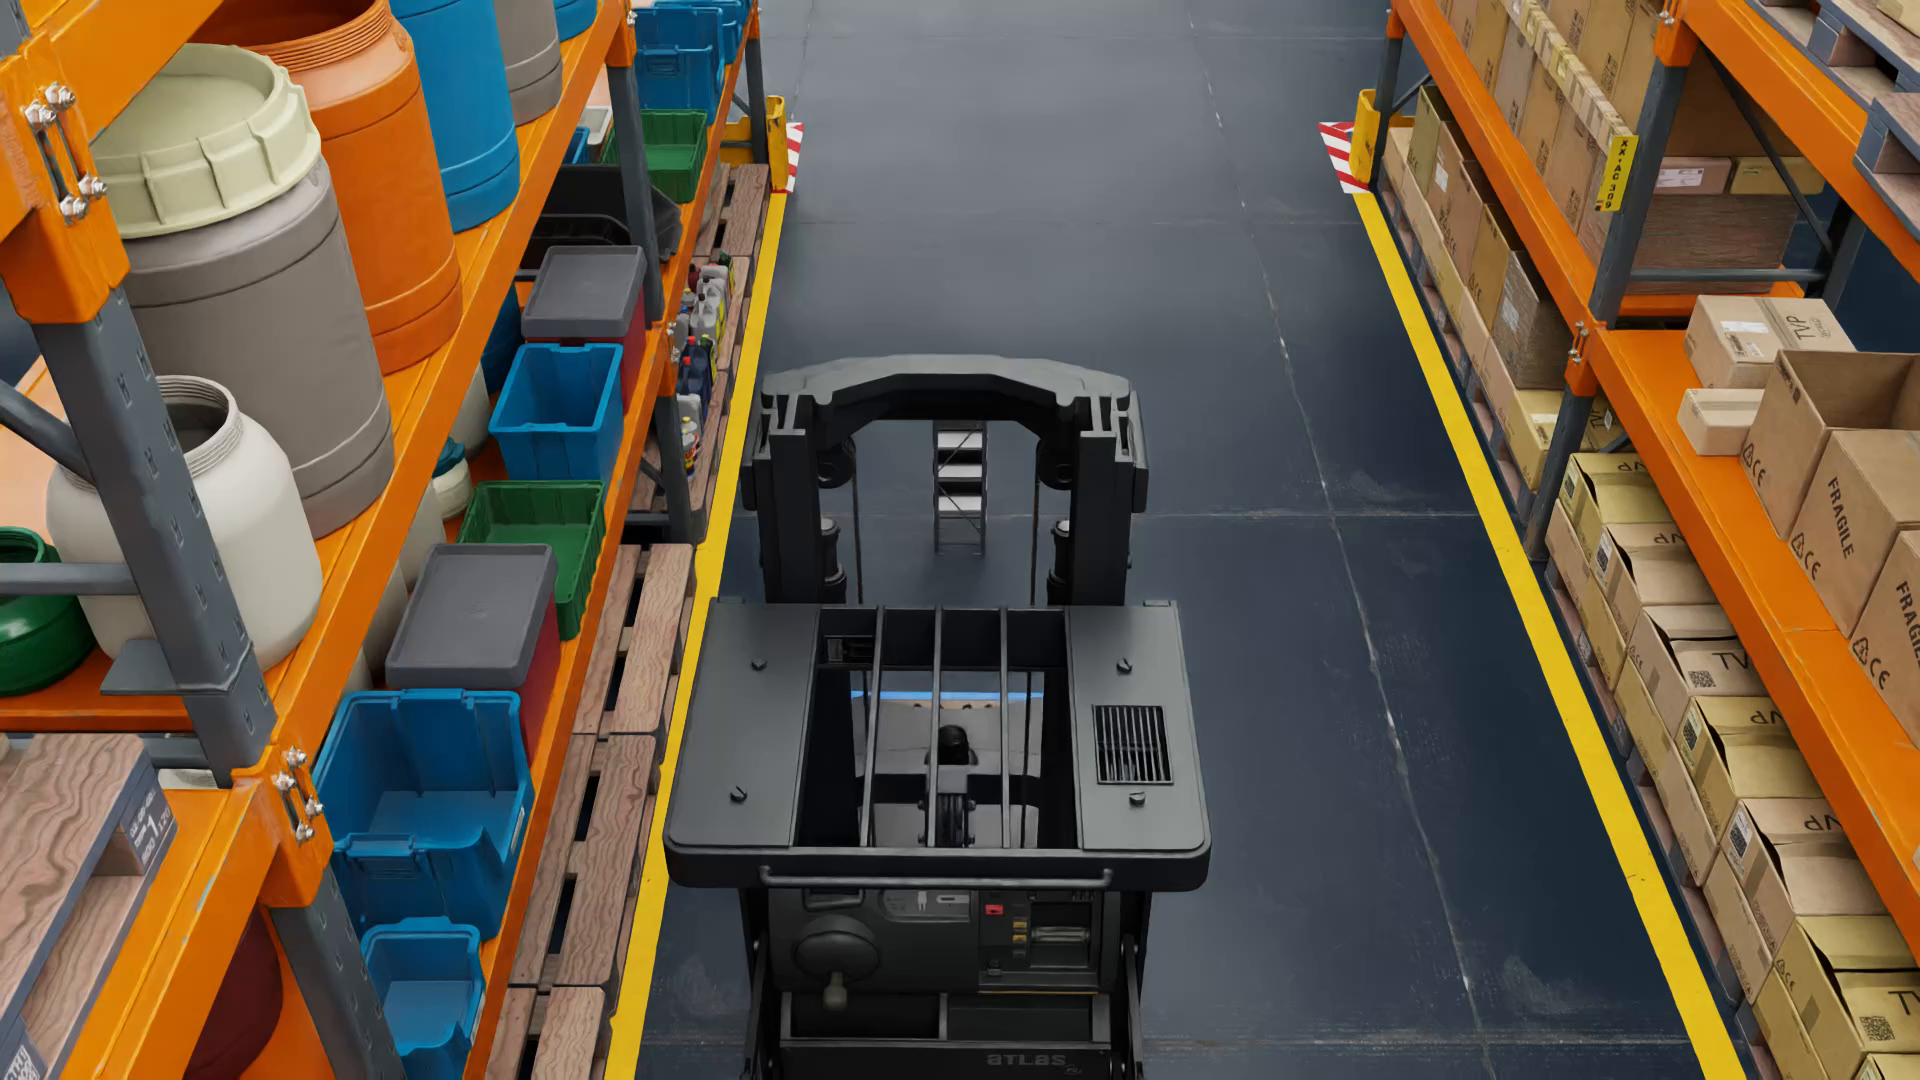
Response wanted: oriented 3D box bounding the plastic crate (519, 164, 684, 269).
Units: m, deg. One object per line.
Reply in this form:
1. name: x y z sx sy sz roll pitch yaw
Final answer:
1. plastic crate: -1.636 -1.406 7.401 0.767 0.338 0.504 0 39 0

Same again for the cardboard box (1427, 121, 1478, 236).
1. cardboard box: 2.980 -2.028 9.391 0.500 0.500 0.500 0 39 0

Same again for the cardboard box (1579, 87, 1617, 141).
1. cardboard box: 2.975 -1.884 7.349 0.380 0.149 0.250 -1 39 -1

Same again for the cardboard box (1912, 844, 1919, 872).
1. cardboard box: 2.918 0.933 4.633 0.380 0.149 0.250 0 39 0

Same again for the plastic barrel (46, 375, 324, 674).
1. plastic barrel: -1.452 -0.010 3.121 0.421 0.512 0.421 0 39 0

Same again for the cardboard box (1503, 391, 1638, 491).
1. cardboard box: 2.972 -0.484 8.064 0.500 0.250 0.500 0 39 0

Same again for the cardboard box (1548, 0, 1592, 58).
1. cardboard box: 3.182 -2.556 7.669 0.700 0.500 0.500 0 39 0

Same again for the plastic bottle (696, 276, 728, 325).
1. plastic bottle: -1.354 -1.320 9.070 0.152 0.276 0.135 -1 39 -1

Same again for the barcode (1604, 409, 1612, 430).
1. barcode: 2.775 -0.515 7.119 0.001 0.075 0.075 0 39 0

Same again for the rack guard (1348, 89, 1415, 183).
1. rack guard: 3.186 -2.645 10.896 1.175 0.500 0.348 0 39 0

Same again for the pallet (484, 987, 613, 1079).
1. pallet: -1.720 2.003 5.328 1.003 0.211 1.213 0 39 0

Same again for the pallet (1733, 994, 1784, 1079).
1. pallet: 3.234 1.971 5.367 1.003 0.211 1.213 0 39 0

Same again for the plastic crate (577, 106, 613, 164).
1. plastic crate: -2.018 -2.015 8.322 0.530 0.136 0.437 0 39 0

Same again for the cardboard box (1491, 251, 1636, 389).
1. cardboard box: 2.983 -1.090 8.220 0.500 0.500 0.500 0 39 0

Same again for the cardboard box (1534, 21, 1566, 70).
1. cardboard box: 2.976 -2.360 7.943 0.380 0.149 0.250 1 39 1

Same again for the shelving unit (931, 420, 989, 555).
1. shelving unit: 0.000 -0.346 7.708 0.258 0.900 0.210 0 39 0

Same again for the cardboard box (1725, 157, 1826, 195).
1. cardboard box: 3.384 -1.564 6.950 0.380 0.149 0.250 0 39 0

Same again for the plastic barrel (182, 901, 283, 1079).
1. plastic barrel: -2.061 1.056 4.171 0.600 0.536 0.708 0 39 0

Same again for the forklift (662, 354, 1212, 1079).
1. forklift: -0.041 1.126 4.246 1.130 2.935 3.031 0 39 1

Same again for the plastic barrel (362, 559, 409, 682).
1. plastic barrel: -1.979 0.172 5.273 0.433 0.535 0.433 0 39 0

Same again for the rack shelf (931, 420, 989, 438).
1. rack shelf: 0.000 -0.531 7.560 0.258 0.077 0.200 0 39 0

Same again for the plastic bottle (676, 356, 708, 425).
1. plastic bottle: -1.348 -0.746 8.294 0.144 0.351 0.185 1 39 1

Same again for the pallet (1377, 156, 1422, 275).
1. pallet: 3.229 -2.039 10.371 1.003 0.211 1.213 0 39 0

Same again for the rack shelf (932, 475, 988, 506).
1. rack shelf: 0.000 -0.250 7.785 0.258 0.077 0.200 0 39 0

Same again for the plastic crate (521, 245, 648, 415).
1. plastic crate: -1.456 -0.825 6.575 0.402 0.464 0.583 0 39 0

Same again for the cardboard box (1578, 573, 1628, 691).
1. cardboard box: 2.943 0.377 6.989 0.500 0.250 0.500 1 39 1

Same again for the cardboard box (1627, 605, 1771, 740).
1. cardboard box: 2.939 0.482 6.410 0.500 0.311 0.500 -1 39 -2

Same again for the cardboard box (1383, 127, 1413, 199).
1. cardboard box: 2.964 -2.361 10.405 0.500 0.250 0.500 0 39 0

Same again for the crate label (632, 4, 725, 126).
1. crate label: -1.495 -2.467 8.647 0.502 0.435 0.616 0 39 0

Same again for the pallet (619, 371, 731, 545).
1. pallet: -1.722 -0.434 8.369 1.003 0.211 1.213 0 39 0

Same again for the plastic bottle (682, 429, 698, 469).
1. plastic bottle: -1.325 -0.445 8.038 0.097 0.201 0.097 0 39 0

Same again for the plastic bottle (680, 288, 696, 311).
1. plastic bottle: -1.478 -1.279 9.079 0.097 0.201 0.097 0 39 0

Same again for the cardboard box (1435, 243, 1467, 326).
1. cardboard box: 2.964 -1.423 9.235 0.500 0.250 0.500 0 39 0

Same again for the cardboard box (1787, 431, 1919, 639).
1. cardboard box: 3.177 -0.020 5.542 0.500 0.500 0.500 0 39 0

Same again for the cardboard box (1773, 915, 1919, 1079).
1. cardboard box: 2.941 1.436 5.220 0.500 0.311 0.500 -1 39 -1

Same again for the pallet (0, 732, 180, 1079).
1. pallet: -1.855 0.780 2.375 1.003 0.211 1.213 0 39 0

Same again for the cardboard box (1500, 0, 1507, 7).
1. cardboard box: 2.975 -2.846 8.550 0.380 0.149 0.250 -1 39 -1

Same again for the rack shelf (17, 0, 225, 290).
1. rack shelf: -1.760 -1.756 3.886 1.077 0.370 4.000 0 39 0

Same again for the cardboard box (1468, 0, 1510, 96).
1. cardboard box: 3.174 -2.713 8.903 0.700 0.500 0.500 0 39 0

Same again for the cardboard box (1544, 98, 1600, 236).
1. cardboard box: 3.177 -1.750 7.701 0.700 0.500 0.500 0 39 -1

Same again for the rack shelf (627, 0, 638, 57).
1. rack shelf: -1.765 -3.243 7.820 1.077 0.370 4.000 0 39 0

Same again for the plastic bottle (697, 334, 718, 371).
1. plastic bottle: -1.326 -0.982 8.709 0.097 0.201 0.097 0 39 0

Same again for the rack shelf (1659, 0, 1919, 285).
1. rack shelf: 3.193 -0.743 4.700 1.077 0.370 4.000 0 39 0

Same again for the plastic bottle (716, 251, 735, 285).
1. plastic bottle: -1.327 -1.535 9.399 0.097 0.201 0.097 0 39 0

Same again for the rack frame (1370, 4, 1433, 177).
1. rack frame: 3.186 -3.605 10.096 1.000 3.000 0.127 0 39 0

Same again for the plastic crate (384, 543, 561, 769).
1. plastic crate: -1.454 0.363 5.093 0.402 0.464 0.583 0 39 0

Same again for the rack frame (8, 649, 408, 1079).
1. rack frame: -1.758 1.399 3.851 1.000 3.000 0.127 0 39 0

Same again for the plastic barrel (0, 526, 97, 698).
1. plastic barrel: -1.809 0.135 3.154 0.294 0.245 0.294 0 39 0

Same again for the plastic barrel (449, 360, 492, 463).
1. plastic barrel: -1.981 -0.557 6.183 0.433 0.535 0.433 0 39 0

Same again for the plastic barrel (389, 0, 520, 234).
1. plastic barrel: -1.543 -1.333 4.460 0.600 0.901 0.708 0 39 0

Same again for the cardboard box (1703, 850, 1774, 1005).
1. cardboard box: 2.949 1.341 5.786 0.500 0.250 0.500 1 39 1

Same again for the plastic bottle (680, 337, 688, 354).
1. plastic bottle: -1.386 -0.925 8.581 0.097 0.271 0.097 0 39 0
